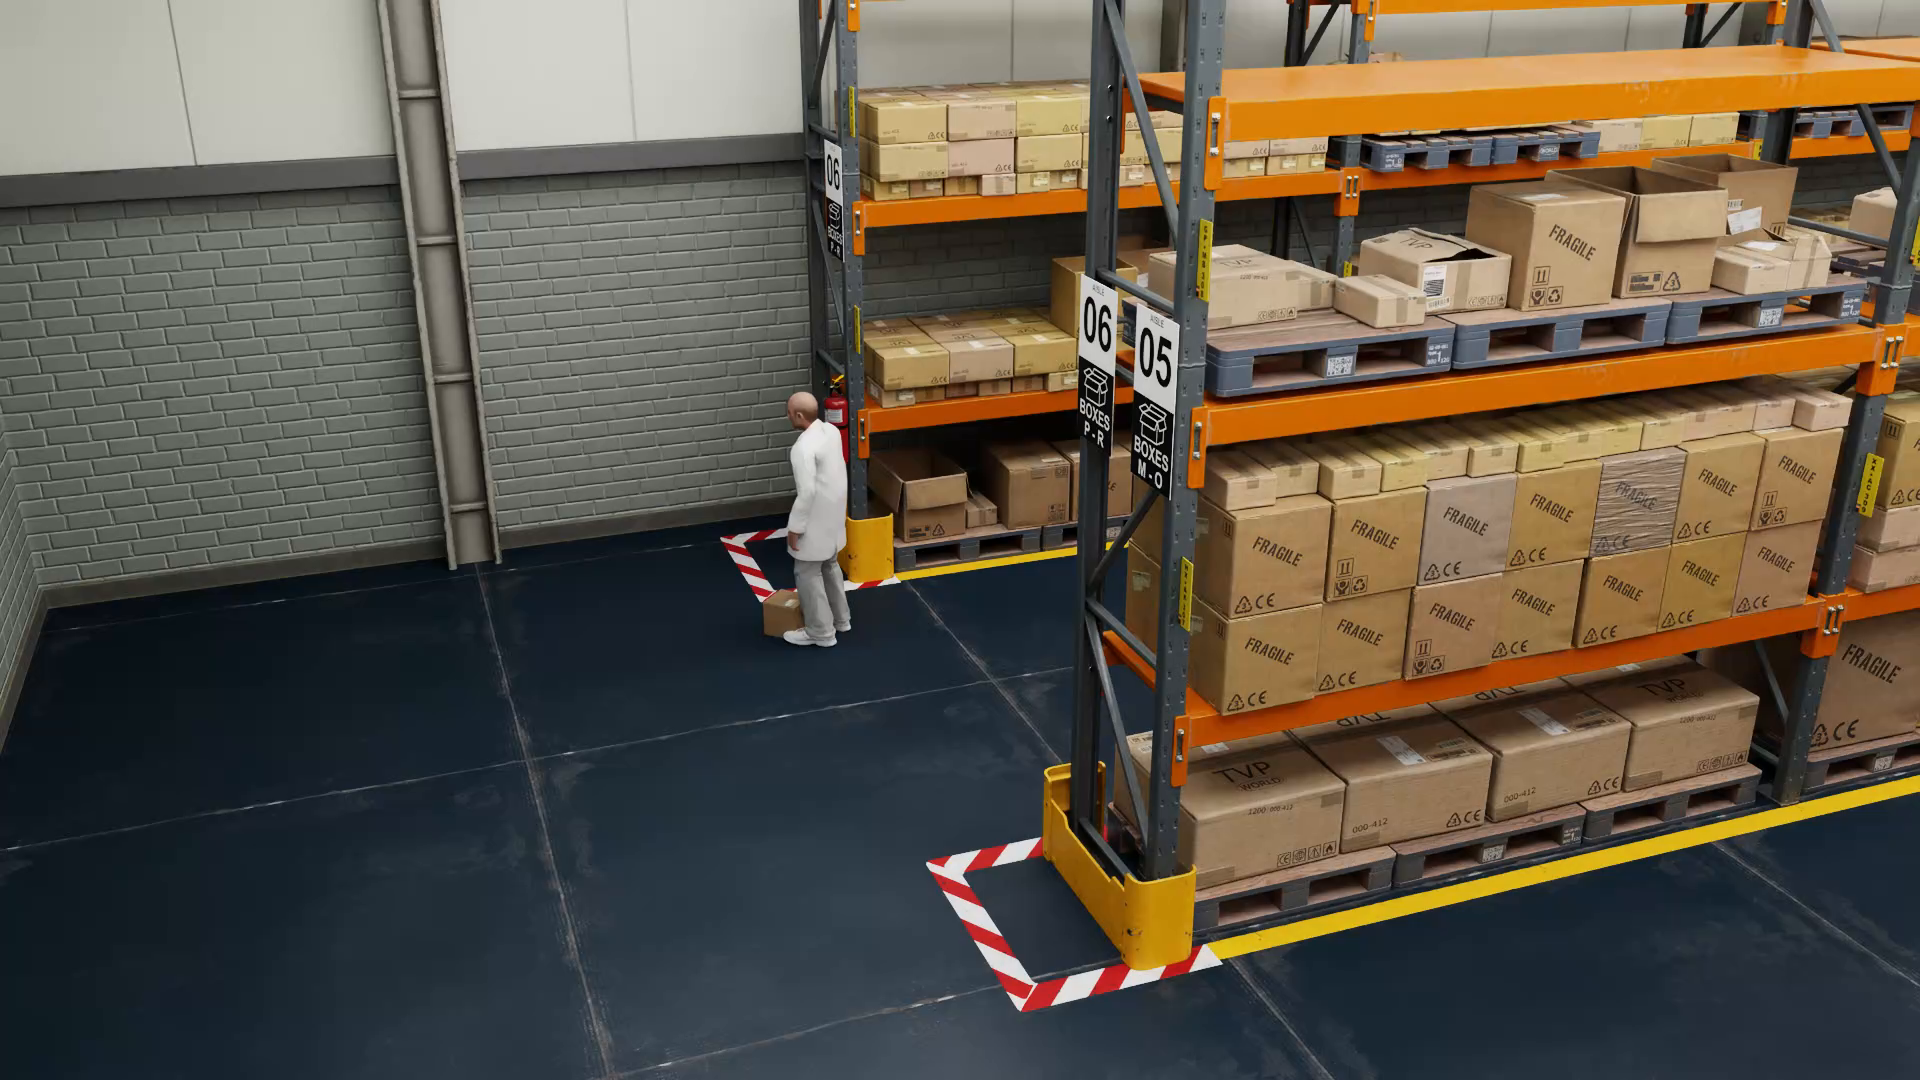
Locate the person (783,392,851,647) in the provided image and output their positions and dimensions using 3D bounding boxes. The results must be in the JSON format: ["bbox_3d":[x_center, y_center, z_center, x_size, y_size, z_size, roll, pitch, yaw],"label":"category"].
[{"bbox_3d":[-0.973,-0.147,11.235,0.415,1.774,0.655,9,24,20],"label":"person"}]
